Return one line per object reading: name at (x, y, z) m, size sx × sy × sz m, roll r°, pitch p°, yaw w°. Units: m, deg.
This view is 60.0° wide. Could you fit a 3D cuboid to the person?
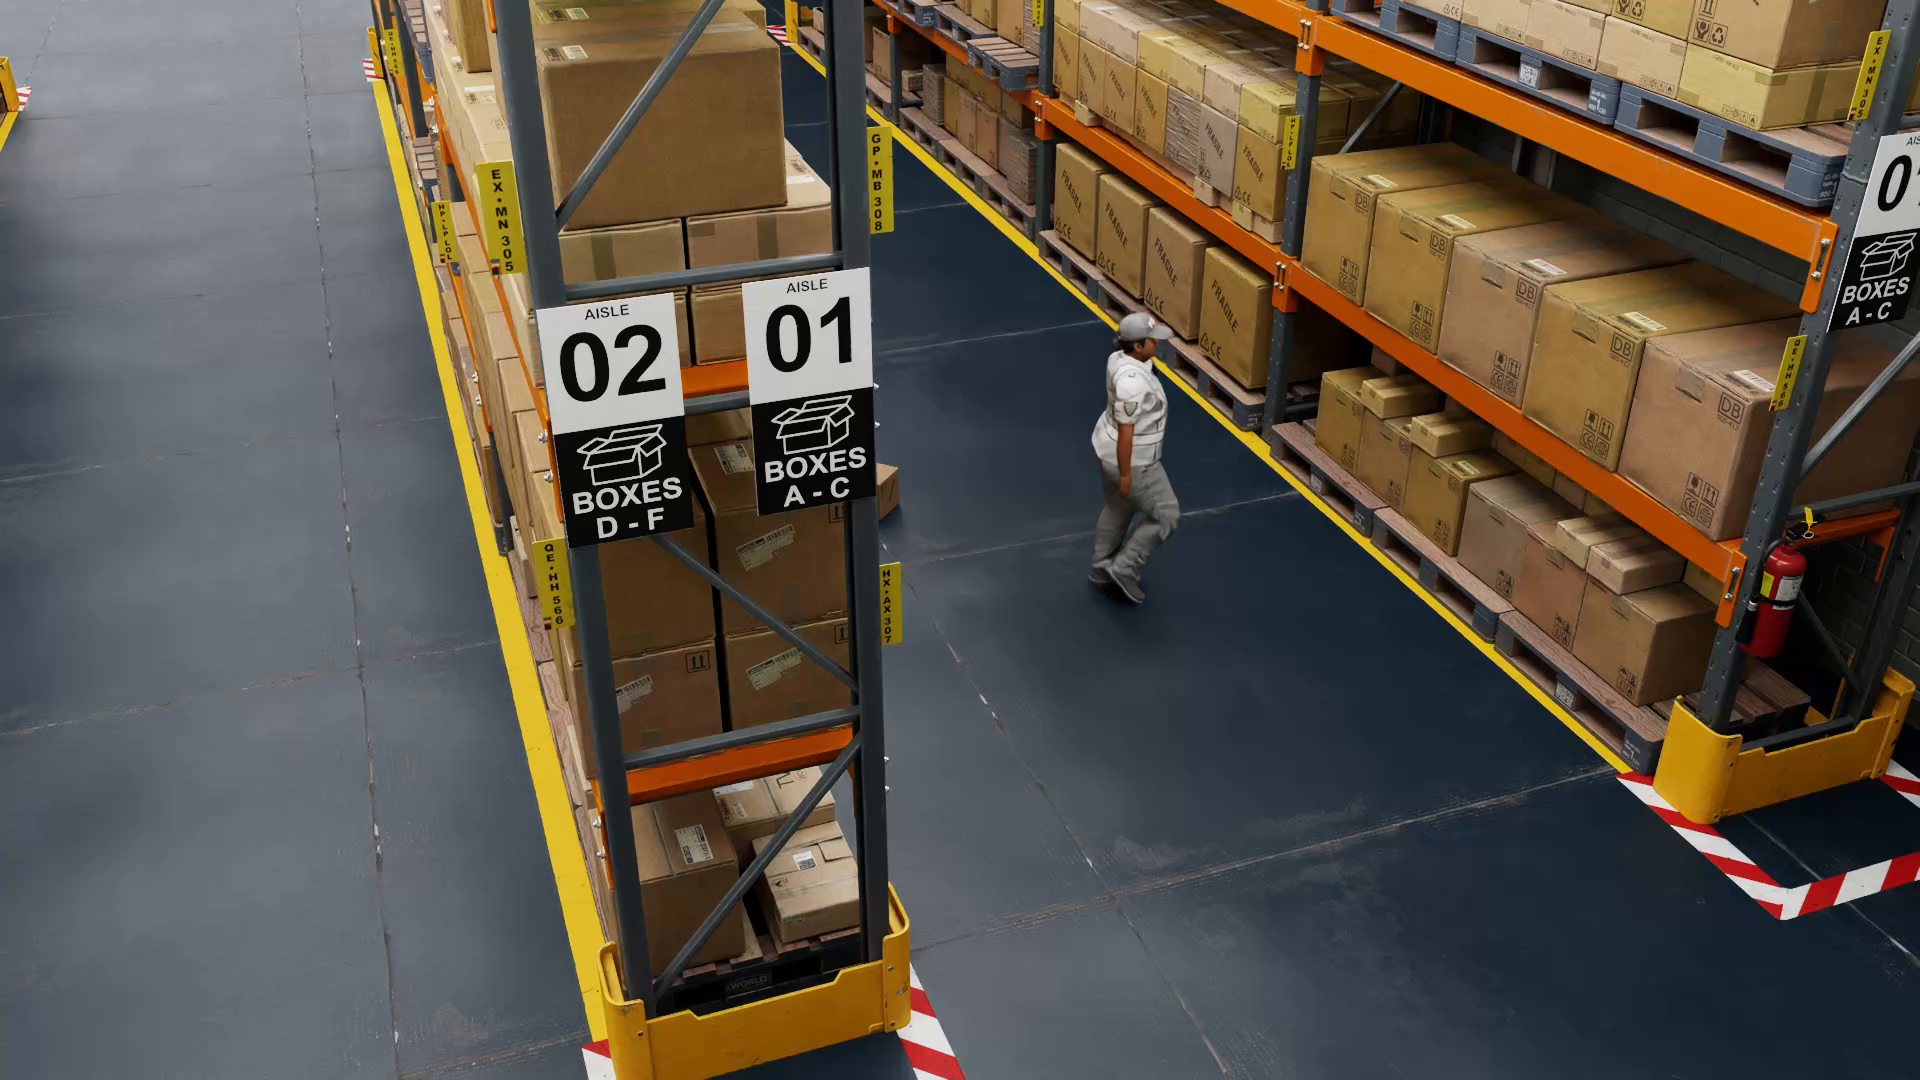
person at (0.959, -0.447, 9.105) m, size 0.466 × 1.698 × 0.496 m, roll -3°, pitch 30°, yaw -5°
